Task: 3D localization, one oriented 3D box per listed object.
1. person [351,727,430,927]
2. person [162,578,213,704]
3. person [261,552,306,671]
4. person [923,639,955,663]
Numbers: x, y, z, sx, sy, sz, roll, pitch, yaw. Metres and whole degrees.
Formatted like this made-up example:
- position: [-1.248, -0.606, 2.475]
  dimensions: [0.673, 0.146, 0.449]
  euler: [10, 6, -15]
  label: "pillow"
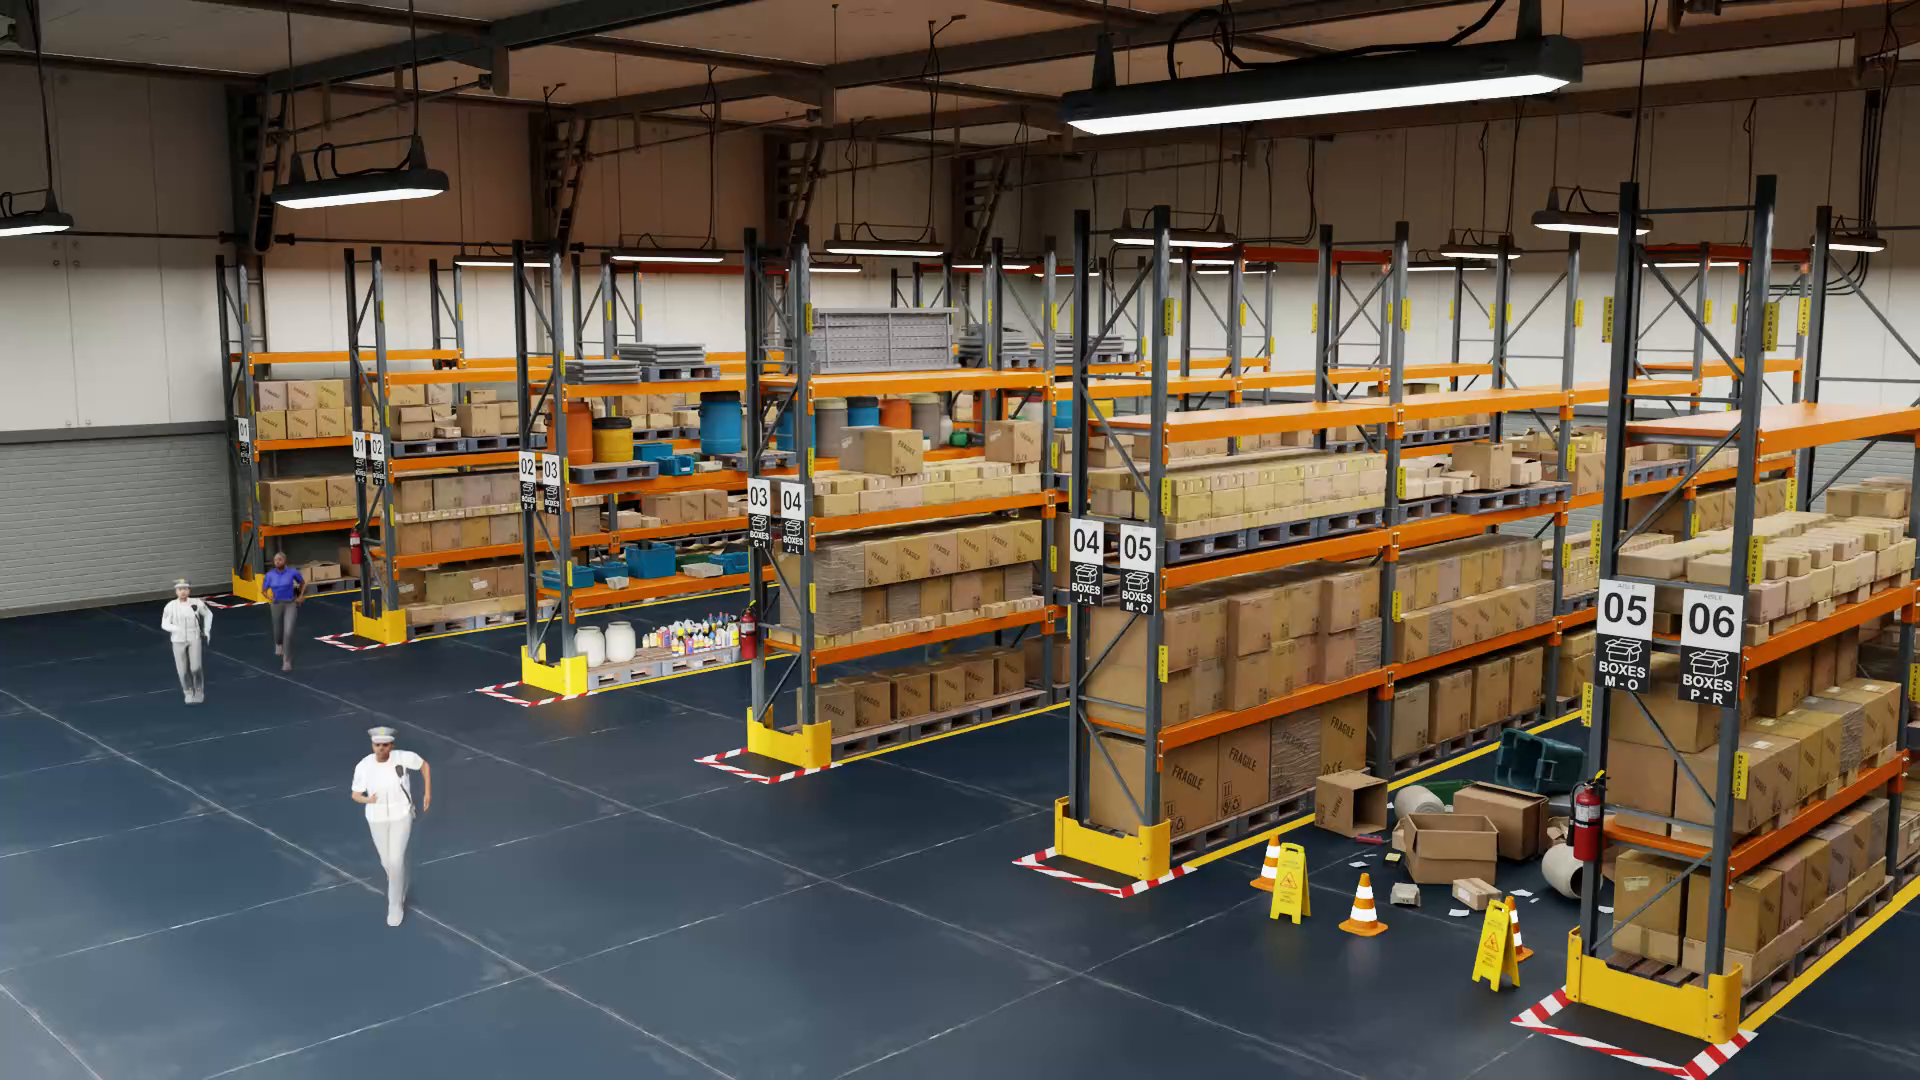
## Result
- position: [-4.789, 2.366, 14.029]
  dimensions: [0.600, 1.711, 0.822]
  euler: [-1, 8, -10]
  label: "person"
- position: [-9.922, 1.307, 21.373]
  dimensions: [0.587, 1.661, 0.632]
  euler: [-3, 9, -21]
  label: "person"
- position: [-9.690, 1.031, 23.871]
  dimensions: [0.588, 1.576, 0.900]
  euler: [-2, 8, -15]
  label: "person"
- position: [-0.311, 0.969, 23.445]
  dimensions: [0.712, 1.744, 0.870]
  euler: [7, 11, 40]
  label: "person"
